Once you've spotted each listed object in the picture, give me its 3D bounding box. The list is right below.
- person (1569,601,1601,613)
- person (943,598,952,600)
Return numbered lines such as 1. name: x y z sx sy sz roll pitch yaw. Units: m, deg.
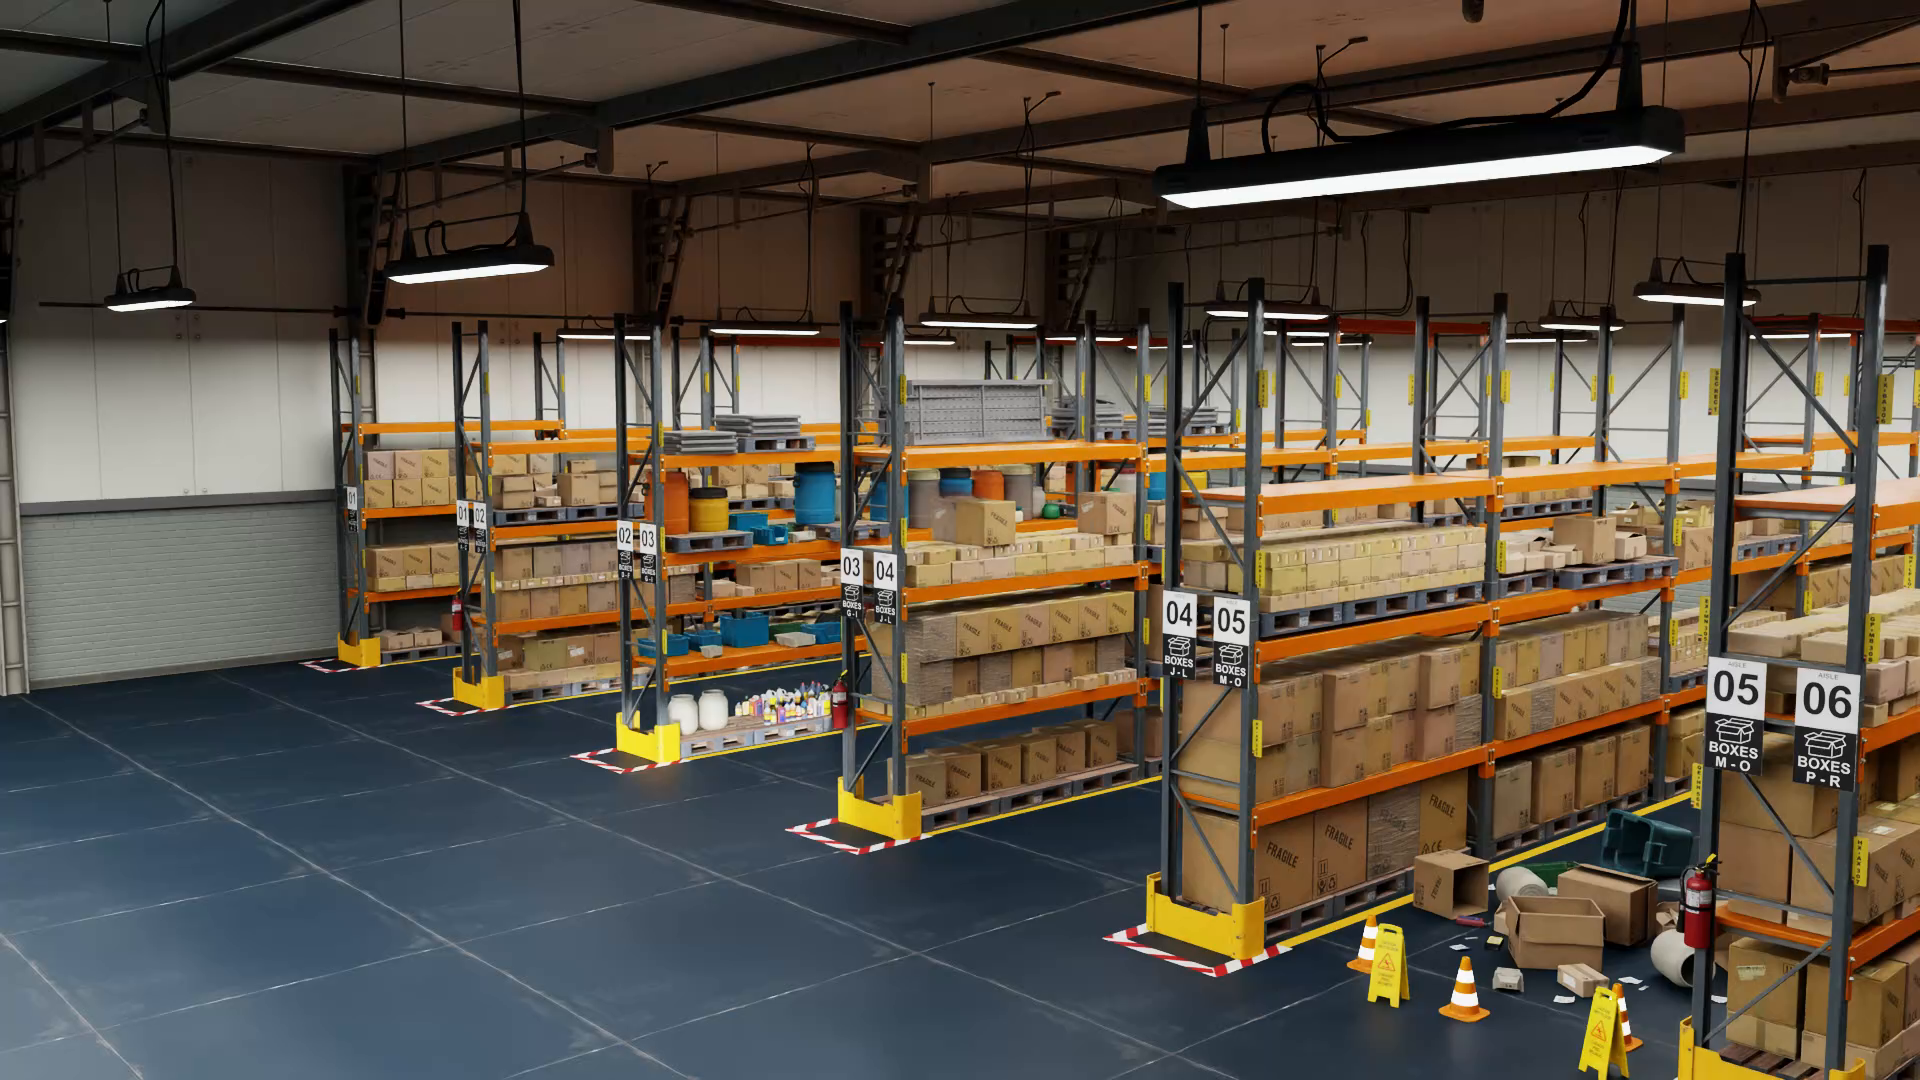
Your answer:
1. person: 10.201 1.673 26.967 0.658 1.684 0.742 -4 7 -34
2. person: -0.197 1.533 28.716 0.739 1.606 0.522 -4 7 -32
